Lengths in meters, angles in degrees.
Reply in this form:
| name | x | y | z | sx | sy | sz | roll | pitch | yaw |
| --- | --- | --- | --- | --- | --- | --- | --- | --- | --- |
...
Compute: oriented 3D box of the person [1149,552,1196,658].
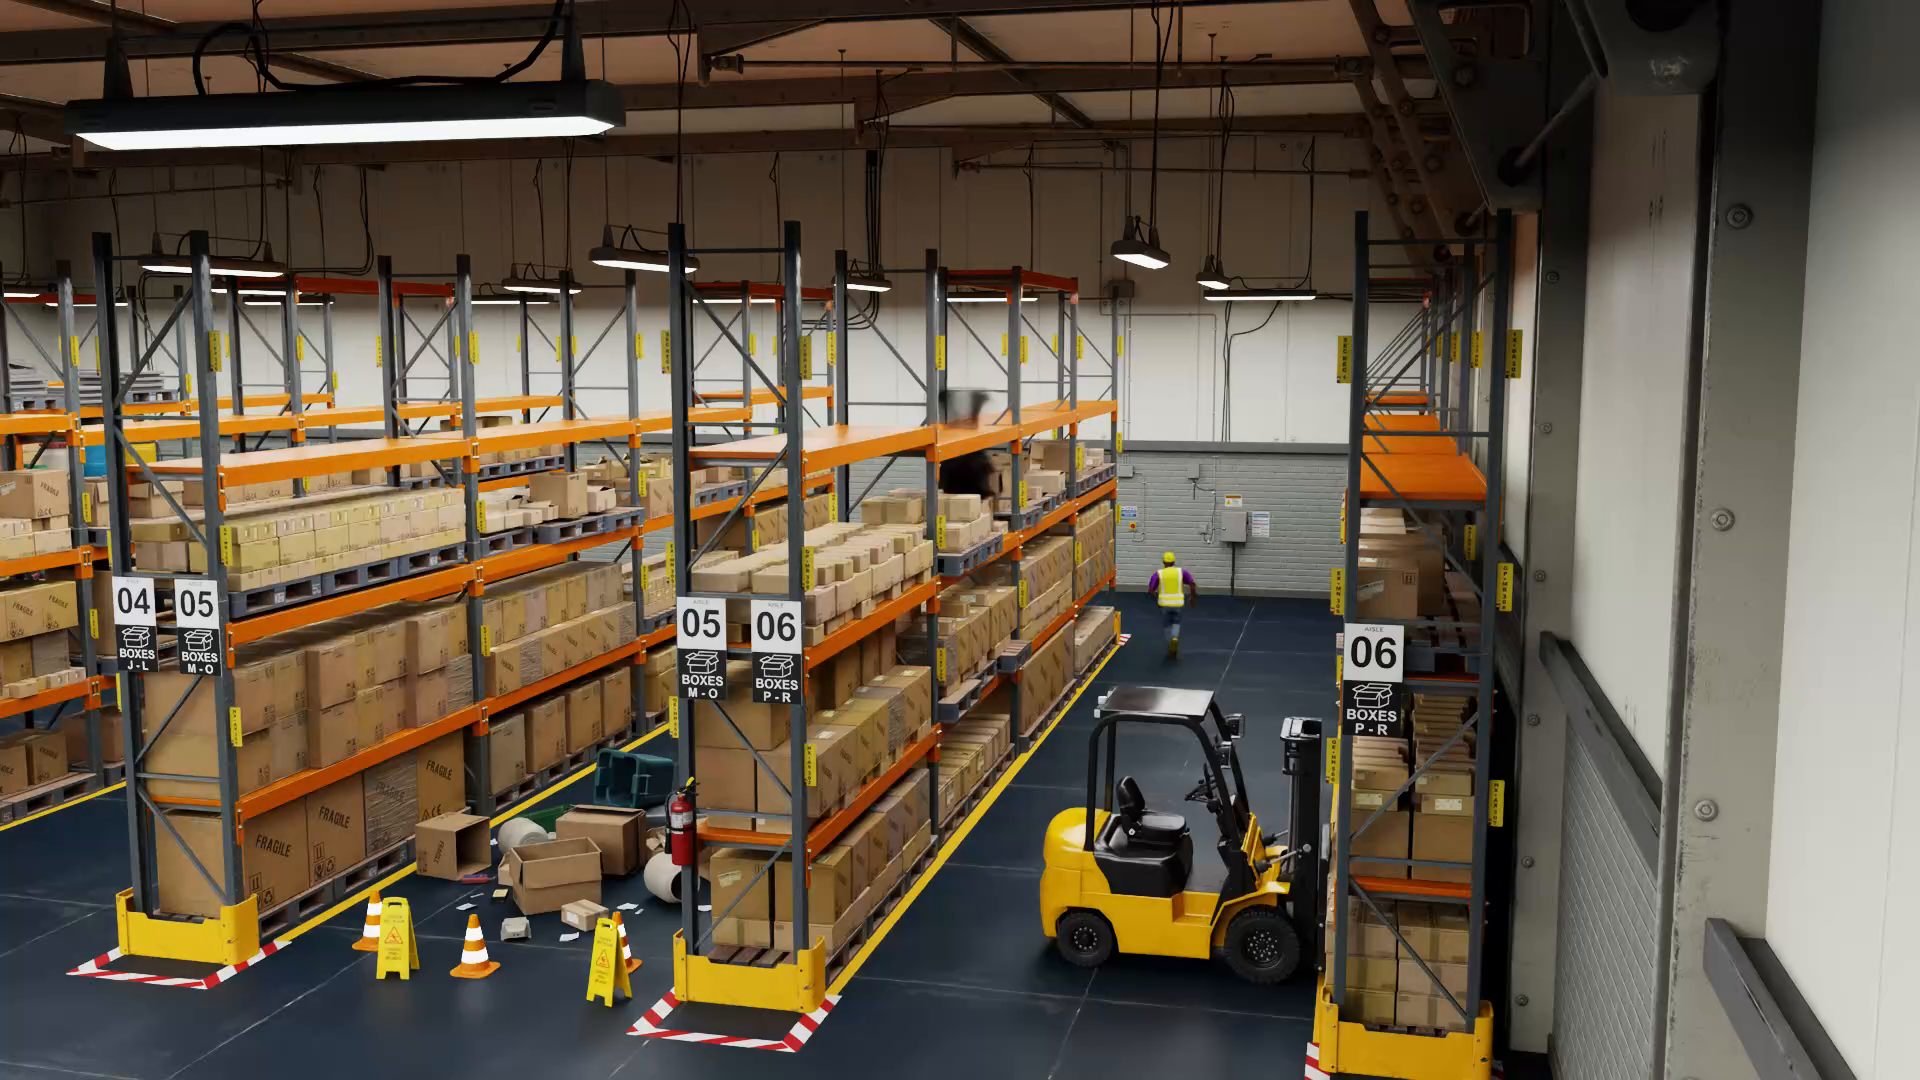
| name | x | y | z | sx | sy | sz | roll | pitch | yaw |
| --- | --- | --- | --- | --- | --- | --- | --- | --- | --- |
| person | 3.427 | 1.043 | 26.908 | 0.761 | 1.710 | 0.550 | 0 | 7 | 2 |
